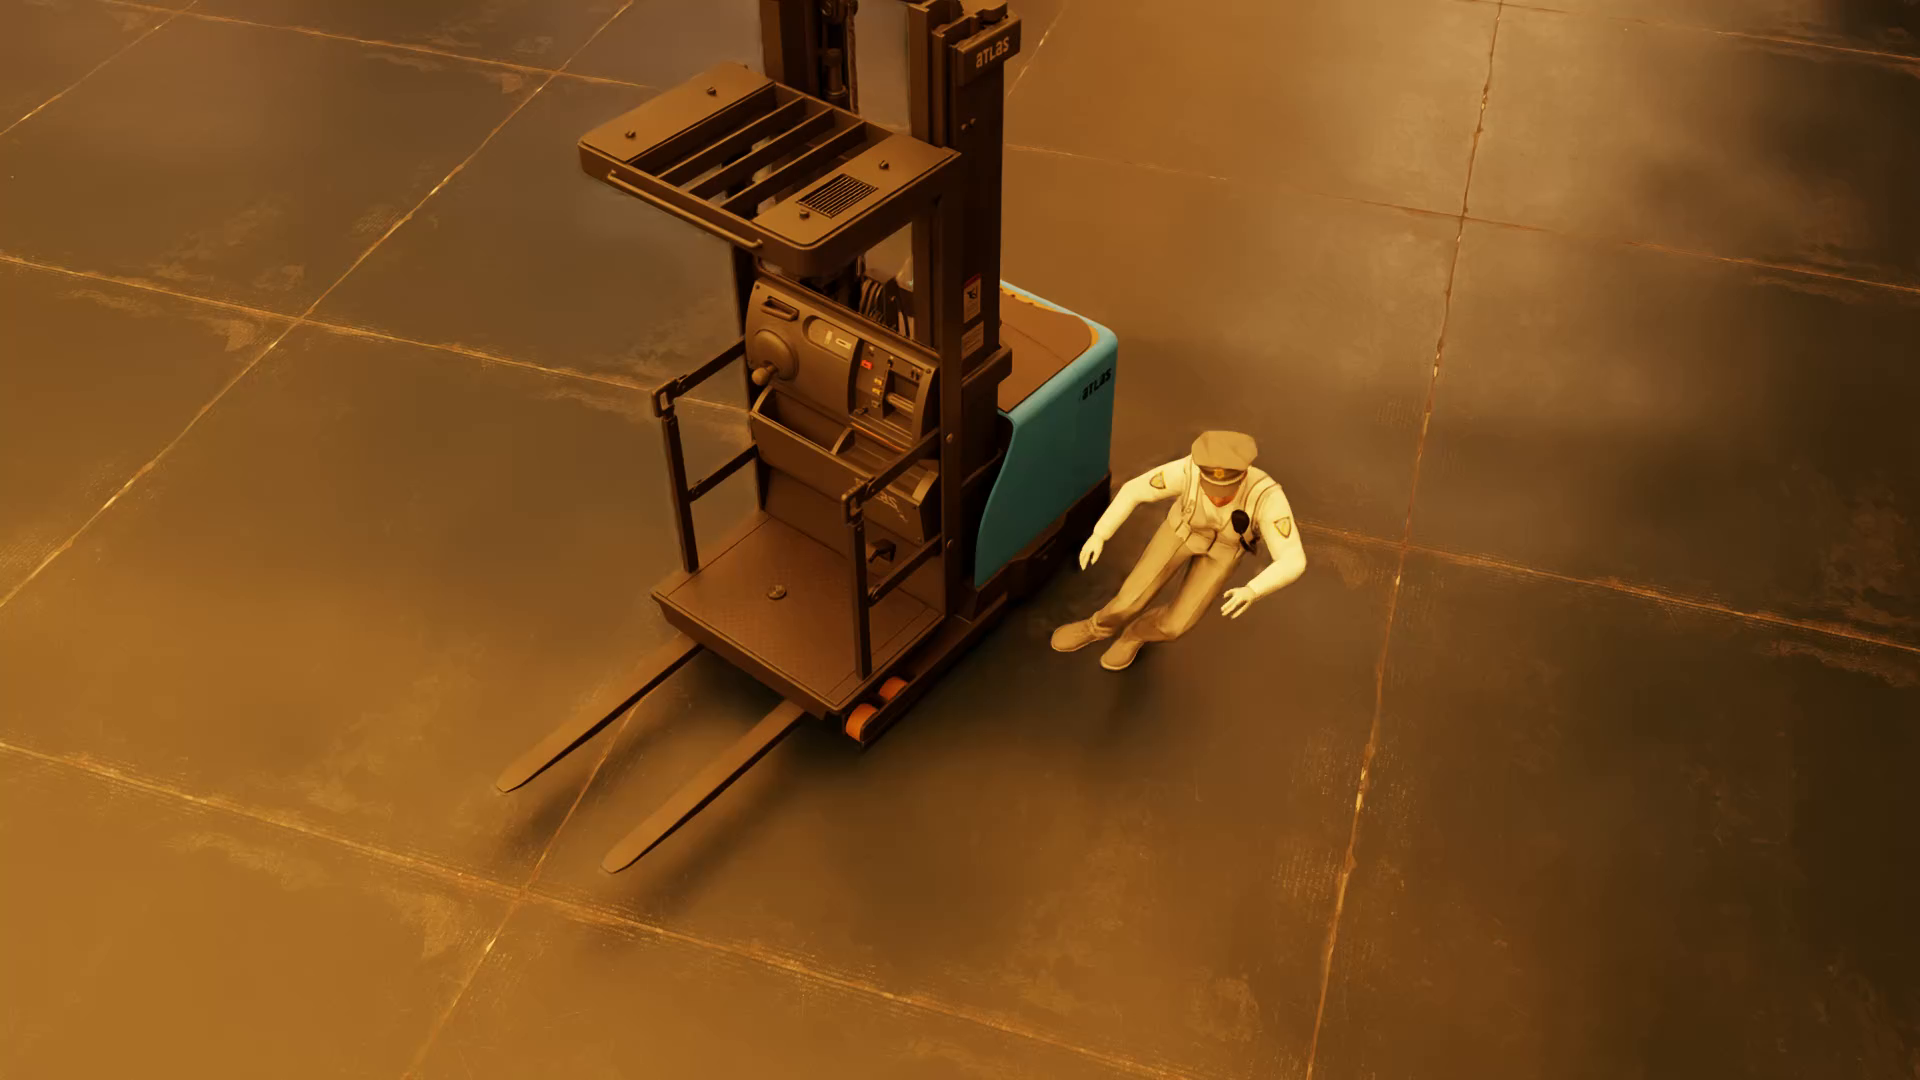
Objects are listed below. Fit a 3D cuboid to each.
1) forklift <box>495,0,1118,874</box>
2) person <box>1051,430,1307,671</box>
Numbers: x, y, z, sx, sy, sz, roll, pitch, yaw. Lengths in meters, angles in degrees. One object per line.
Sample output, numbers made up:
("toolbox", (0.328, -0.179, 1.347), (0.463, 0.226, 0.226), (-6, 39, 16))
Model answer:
("forklift", (-0.607, -0.615, 6.350), (1.130, 2.935, 3.031), (29, 50, 27))
("person", (0.856, 0.138, 6.649), (0.991, 1.428, 0.858), (9, 44, 10))
